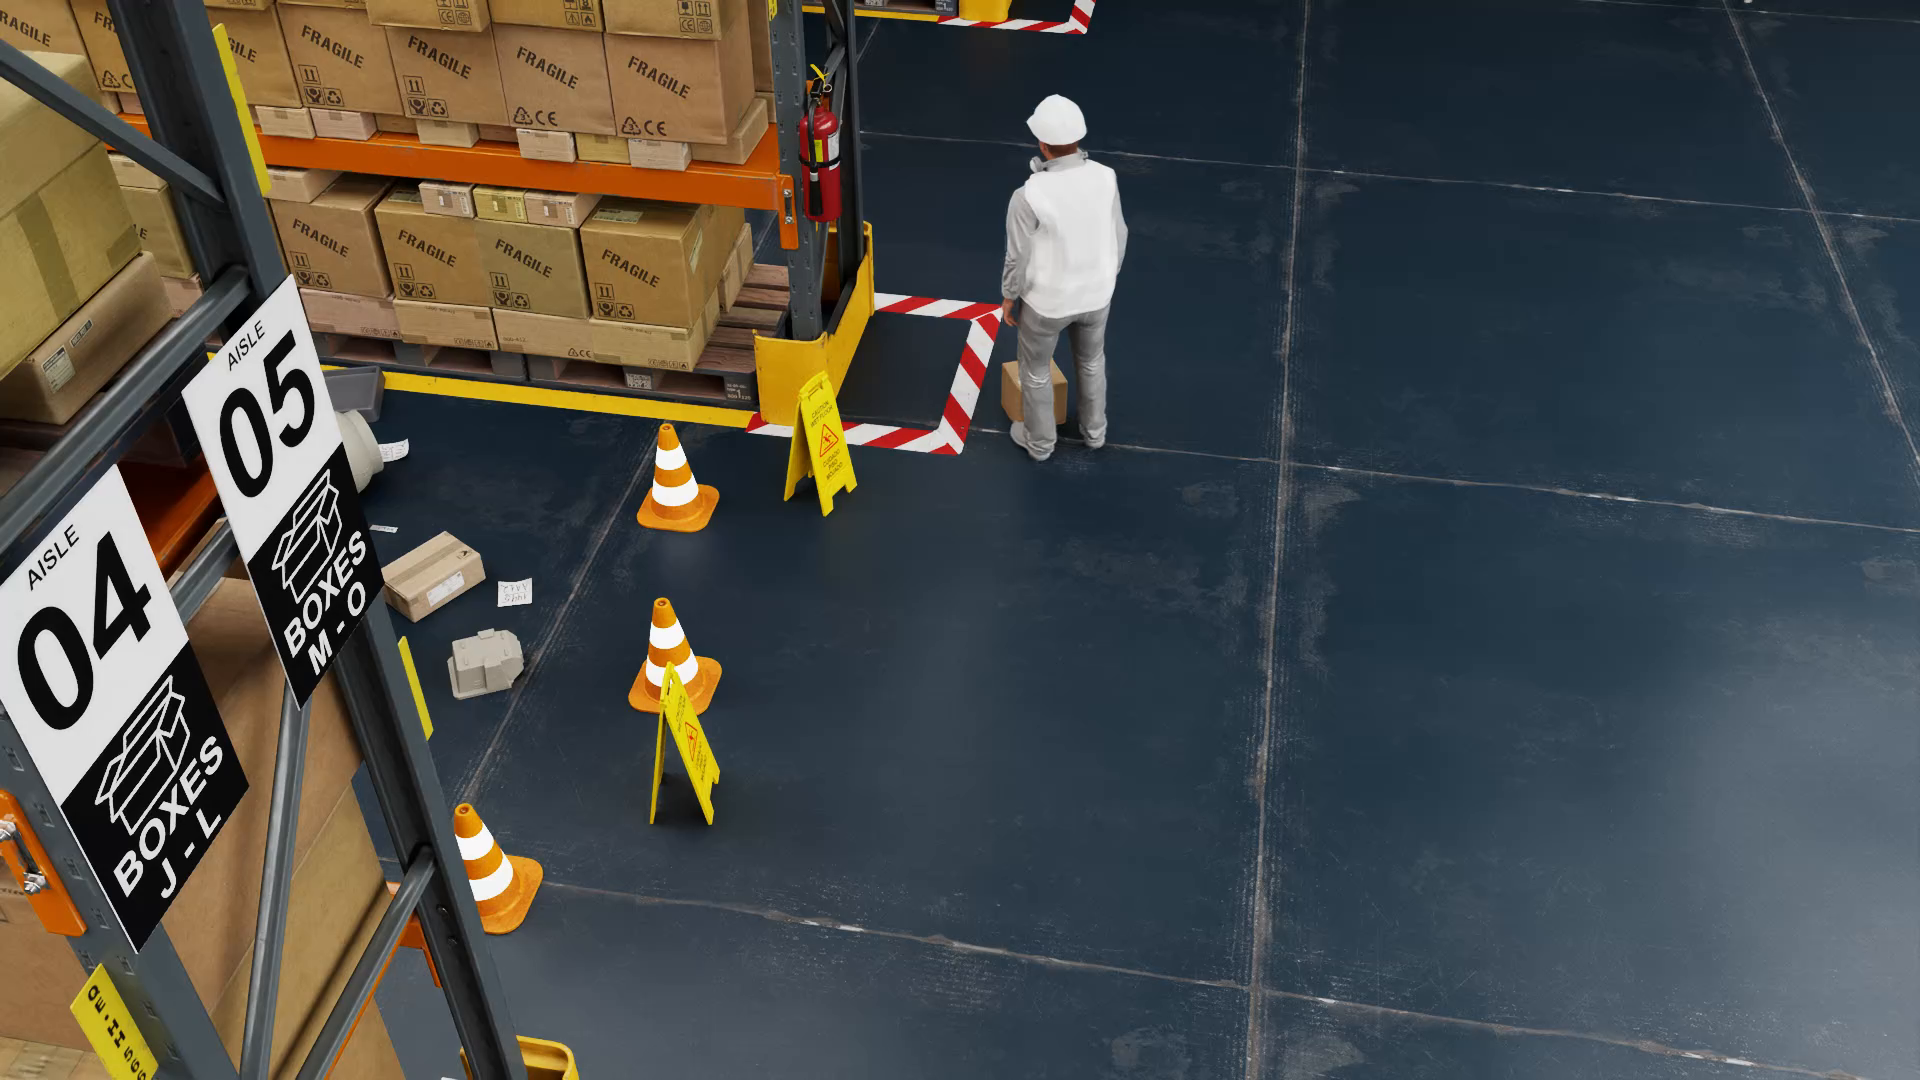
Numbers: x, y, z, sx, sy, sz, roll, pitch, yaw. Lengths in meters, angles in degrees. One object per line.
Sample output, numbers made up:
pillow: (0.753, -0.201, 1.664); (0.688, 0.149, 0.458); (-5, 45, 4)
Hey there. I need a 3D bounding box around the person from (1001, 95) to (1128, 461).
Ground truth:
person: (0.460, -1.141, 7.484); (0.594, 1.771, 0.464); (-14, 42, -16)
